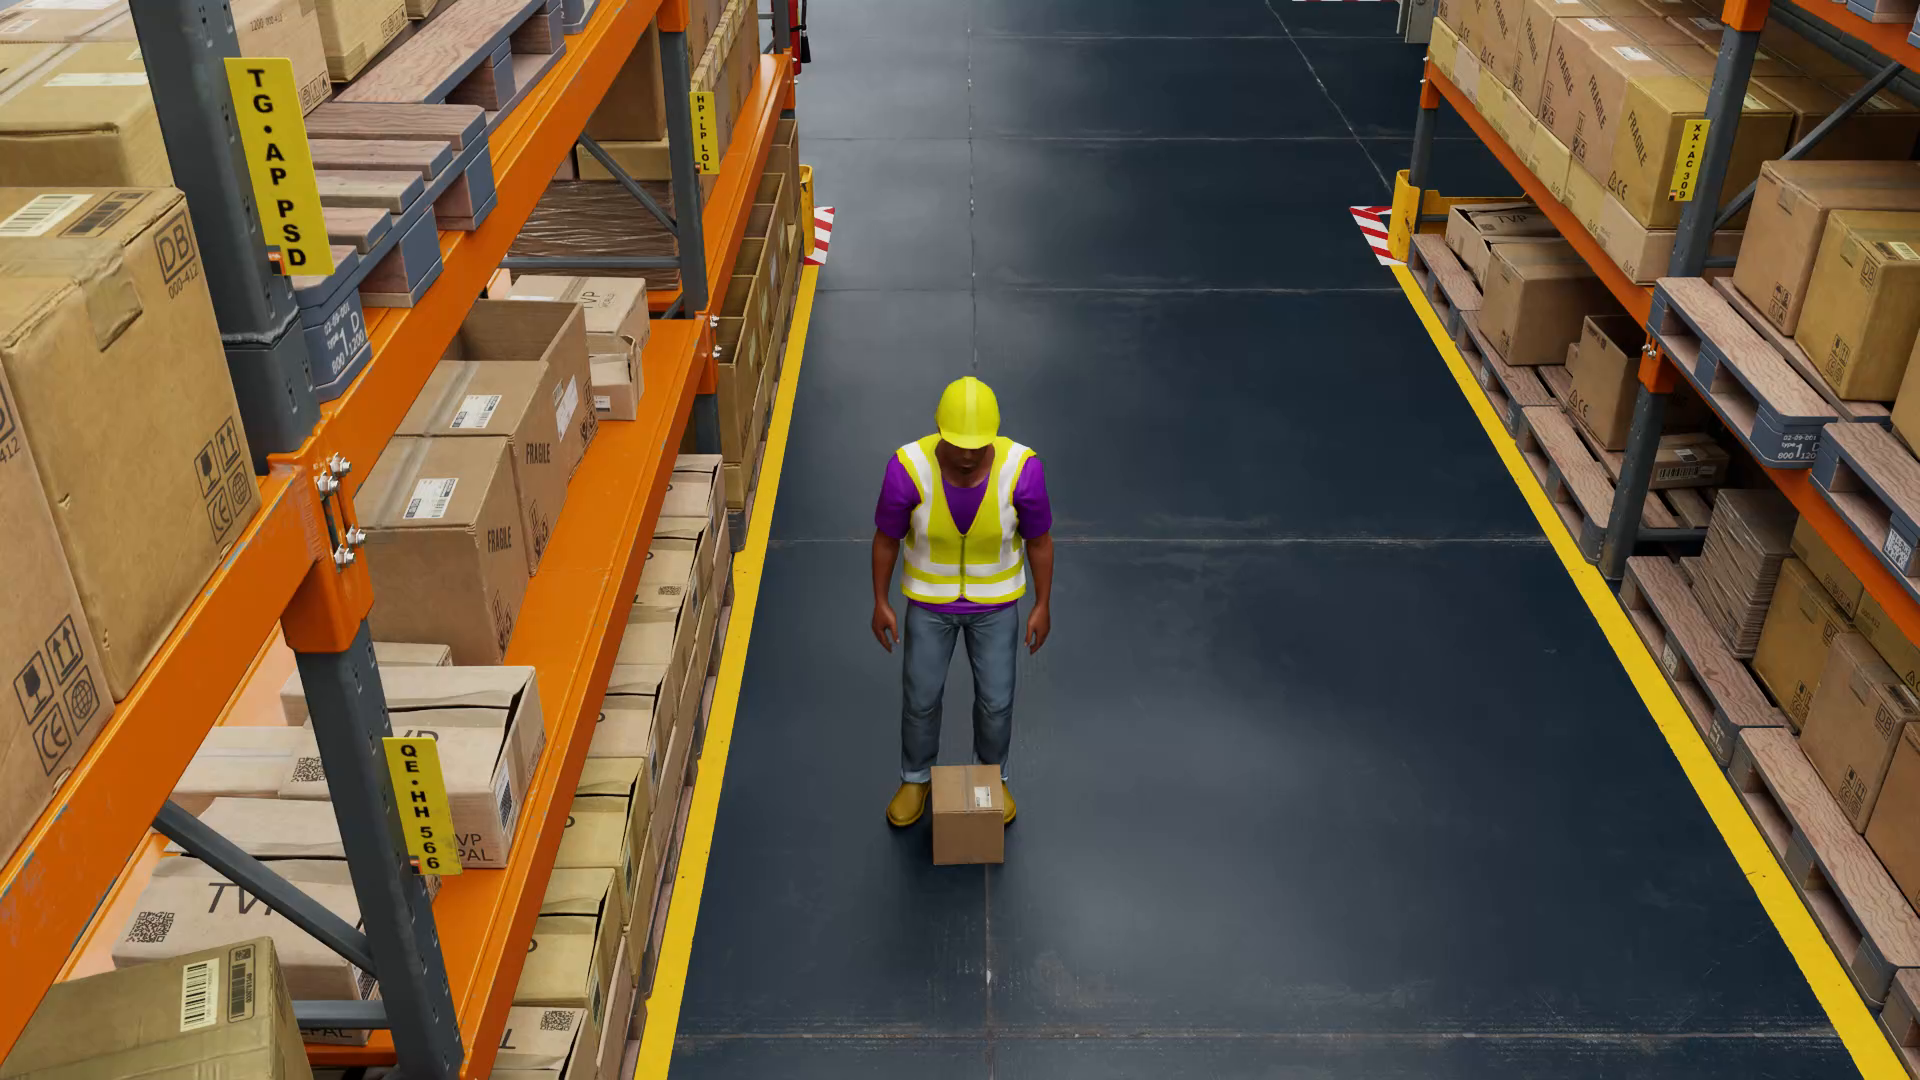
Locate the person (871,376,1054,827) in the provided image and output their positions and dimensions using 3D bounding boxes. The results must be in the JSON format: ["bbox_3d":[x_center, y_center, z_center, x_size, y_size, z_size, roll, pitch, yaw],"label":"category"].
[{"bbox_3d":[0.007,0.220,5.754,0.628,1.761,0.456,0,31,0],"label":"person"}]
